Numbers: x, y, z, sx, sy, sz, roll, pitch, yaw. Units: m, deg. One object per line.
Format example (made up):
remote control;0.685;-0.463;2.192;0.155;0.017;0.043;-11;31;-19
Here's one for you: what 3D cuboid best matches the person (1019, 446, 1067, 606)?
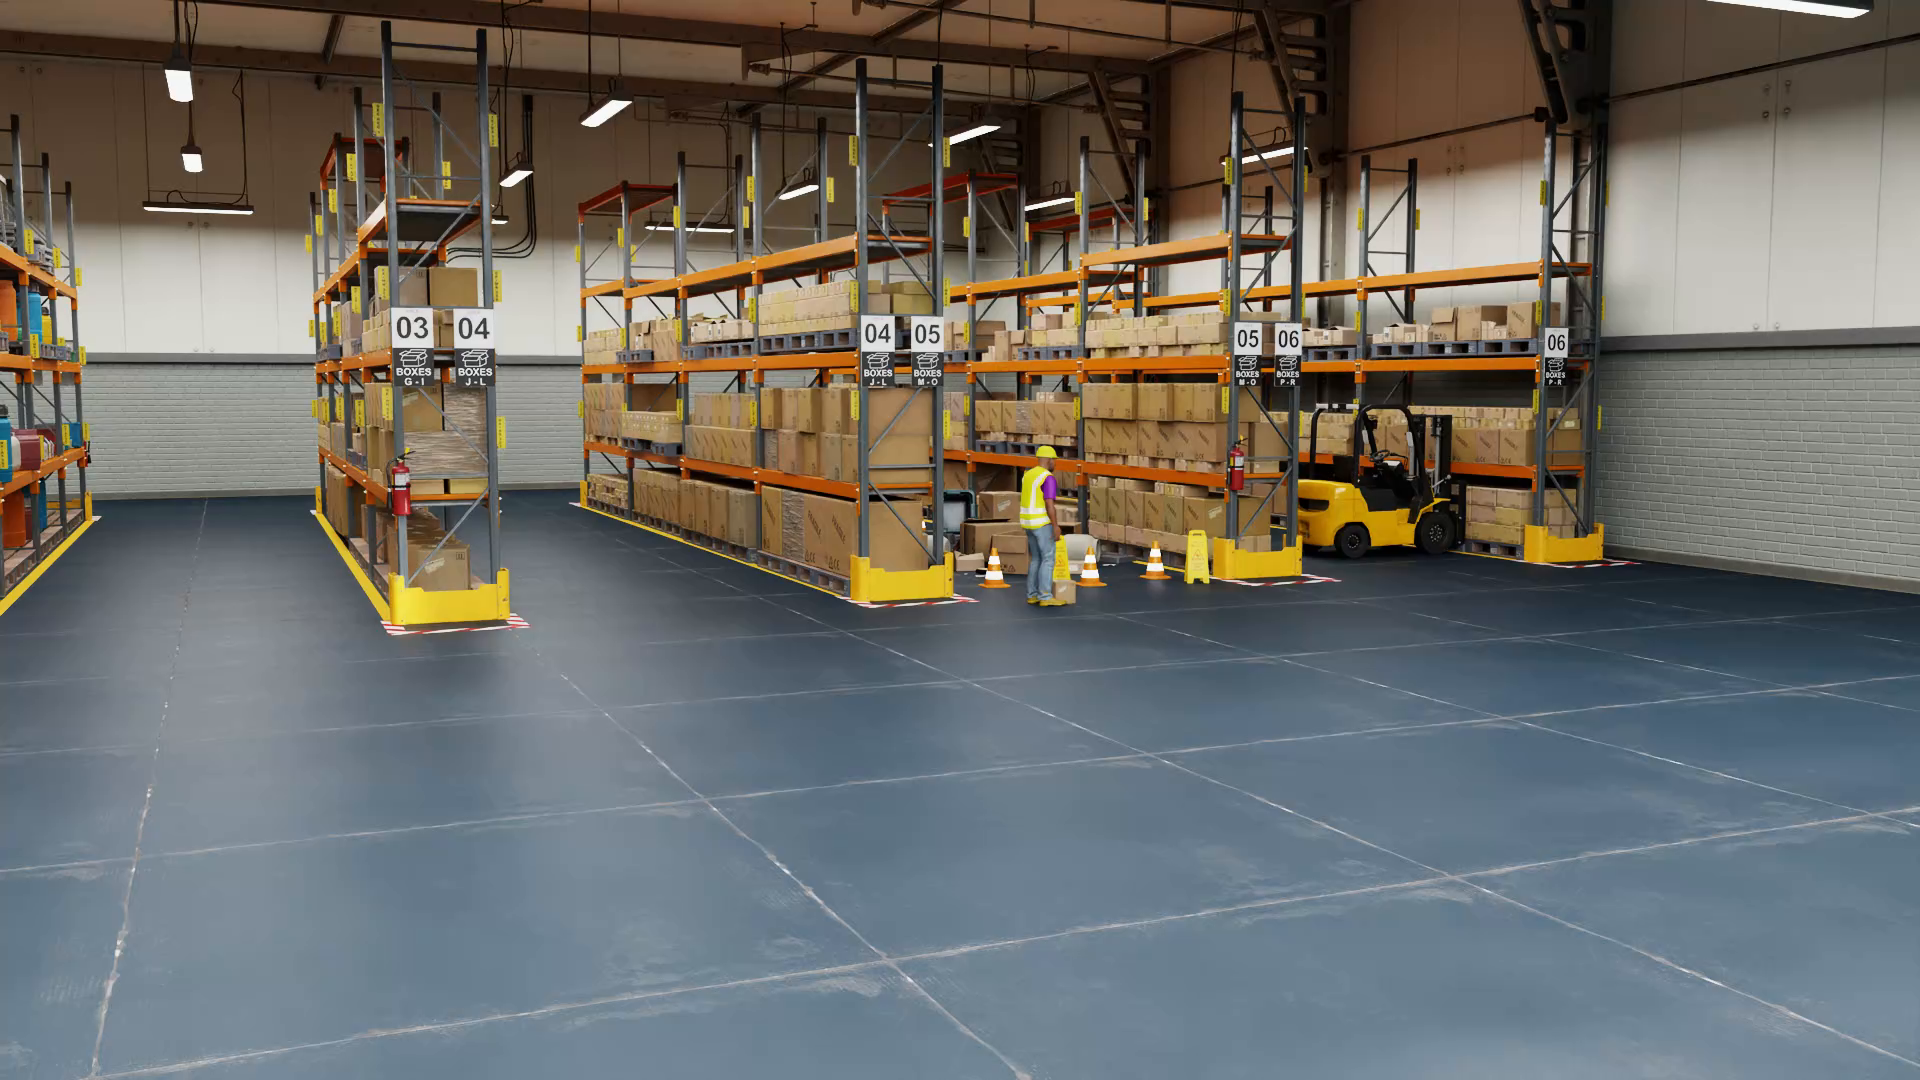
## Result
person;0.911;-0.163;18.442;0.461;1.755;0.631;-3;6;-27
